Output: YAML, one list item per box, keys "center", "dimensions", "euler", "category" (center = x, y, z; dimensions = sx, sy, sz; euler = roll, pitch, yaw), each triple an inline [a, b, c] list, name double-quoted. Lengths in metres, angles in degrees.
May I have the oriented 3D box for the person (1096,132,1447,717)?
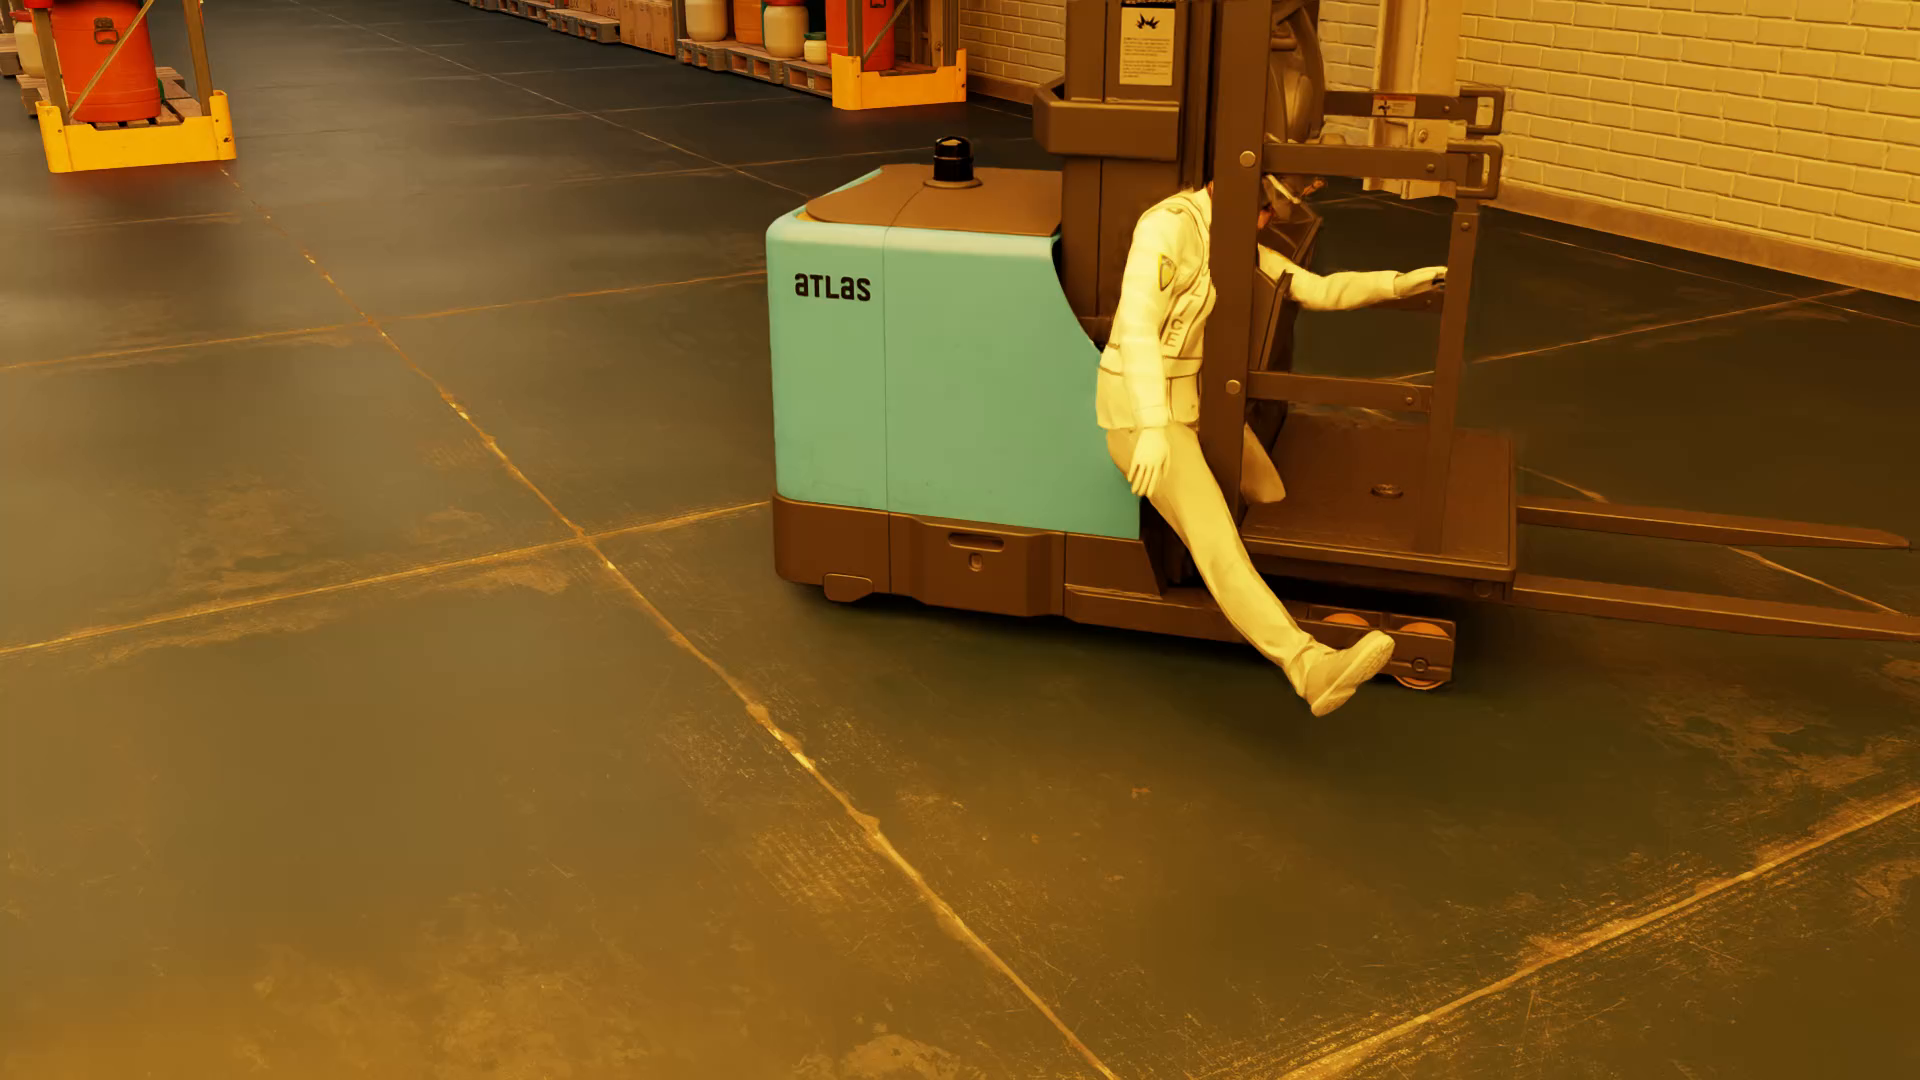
- center: [0.821, -0.348, 4.123]
  dimensions: [0.986, 1.368, 1.135]
  euler: [-20, 29, -39]
  category: "person"

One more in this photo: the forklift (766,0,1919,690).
- center: [1.048, -1.203, 4.204]
  dimensions: [3.031, 2.935, 1.130]
  euler: [7, 23, 16]
  category: "forklift"
